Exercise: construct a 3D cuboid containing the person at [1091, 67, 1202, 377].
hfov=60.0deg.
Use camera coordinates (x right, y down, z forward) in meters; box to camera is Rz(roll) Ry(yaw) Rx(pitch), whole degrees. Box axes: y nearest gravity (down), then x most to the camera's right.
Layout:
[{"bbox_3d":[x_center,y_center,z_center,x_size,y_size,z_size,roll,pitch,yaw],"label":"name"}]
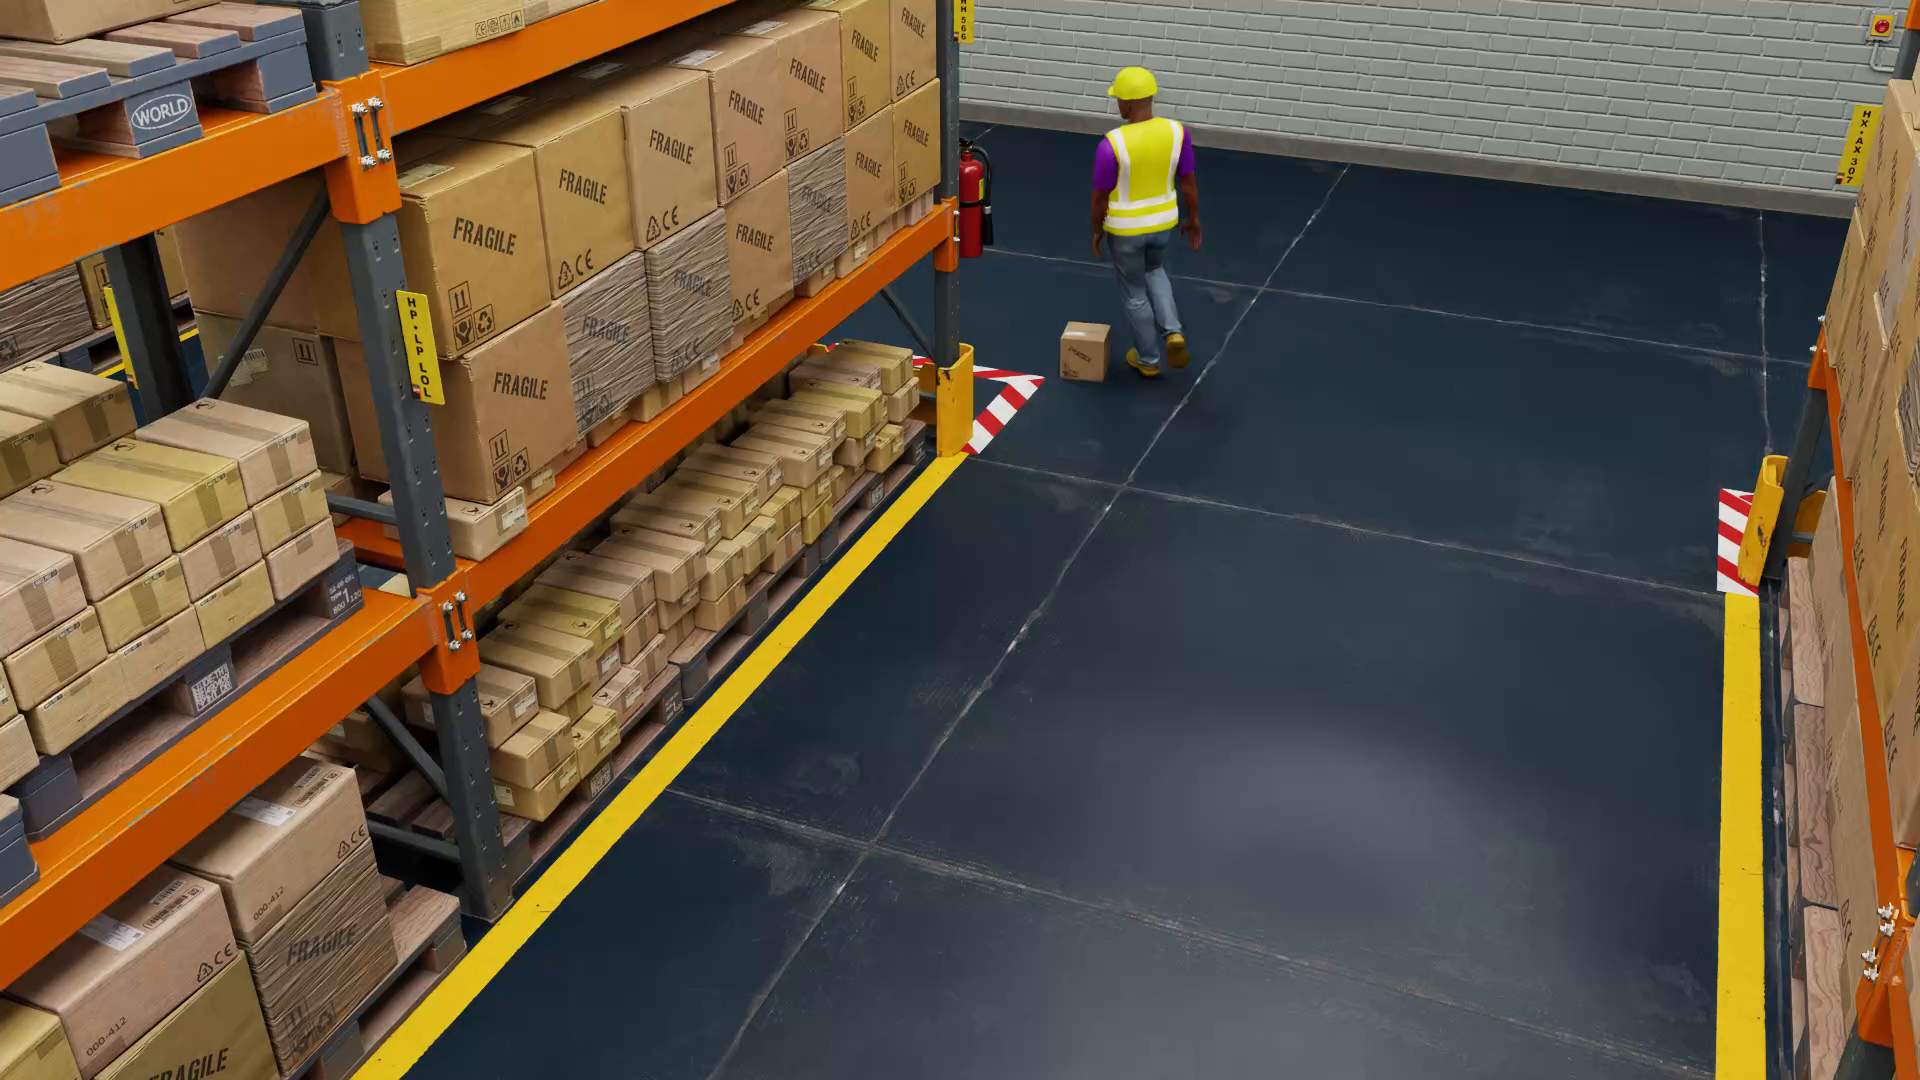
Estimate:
[{"bbox_3d":[0.986,-1.743,9.151,0.654,1.754,0.460,-10,31,-18],"label":"person"}]
